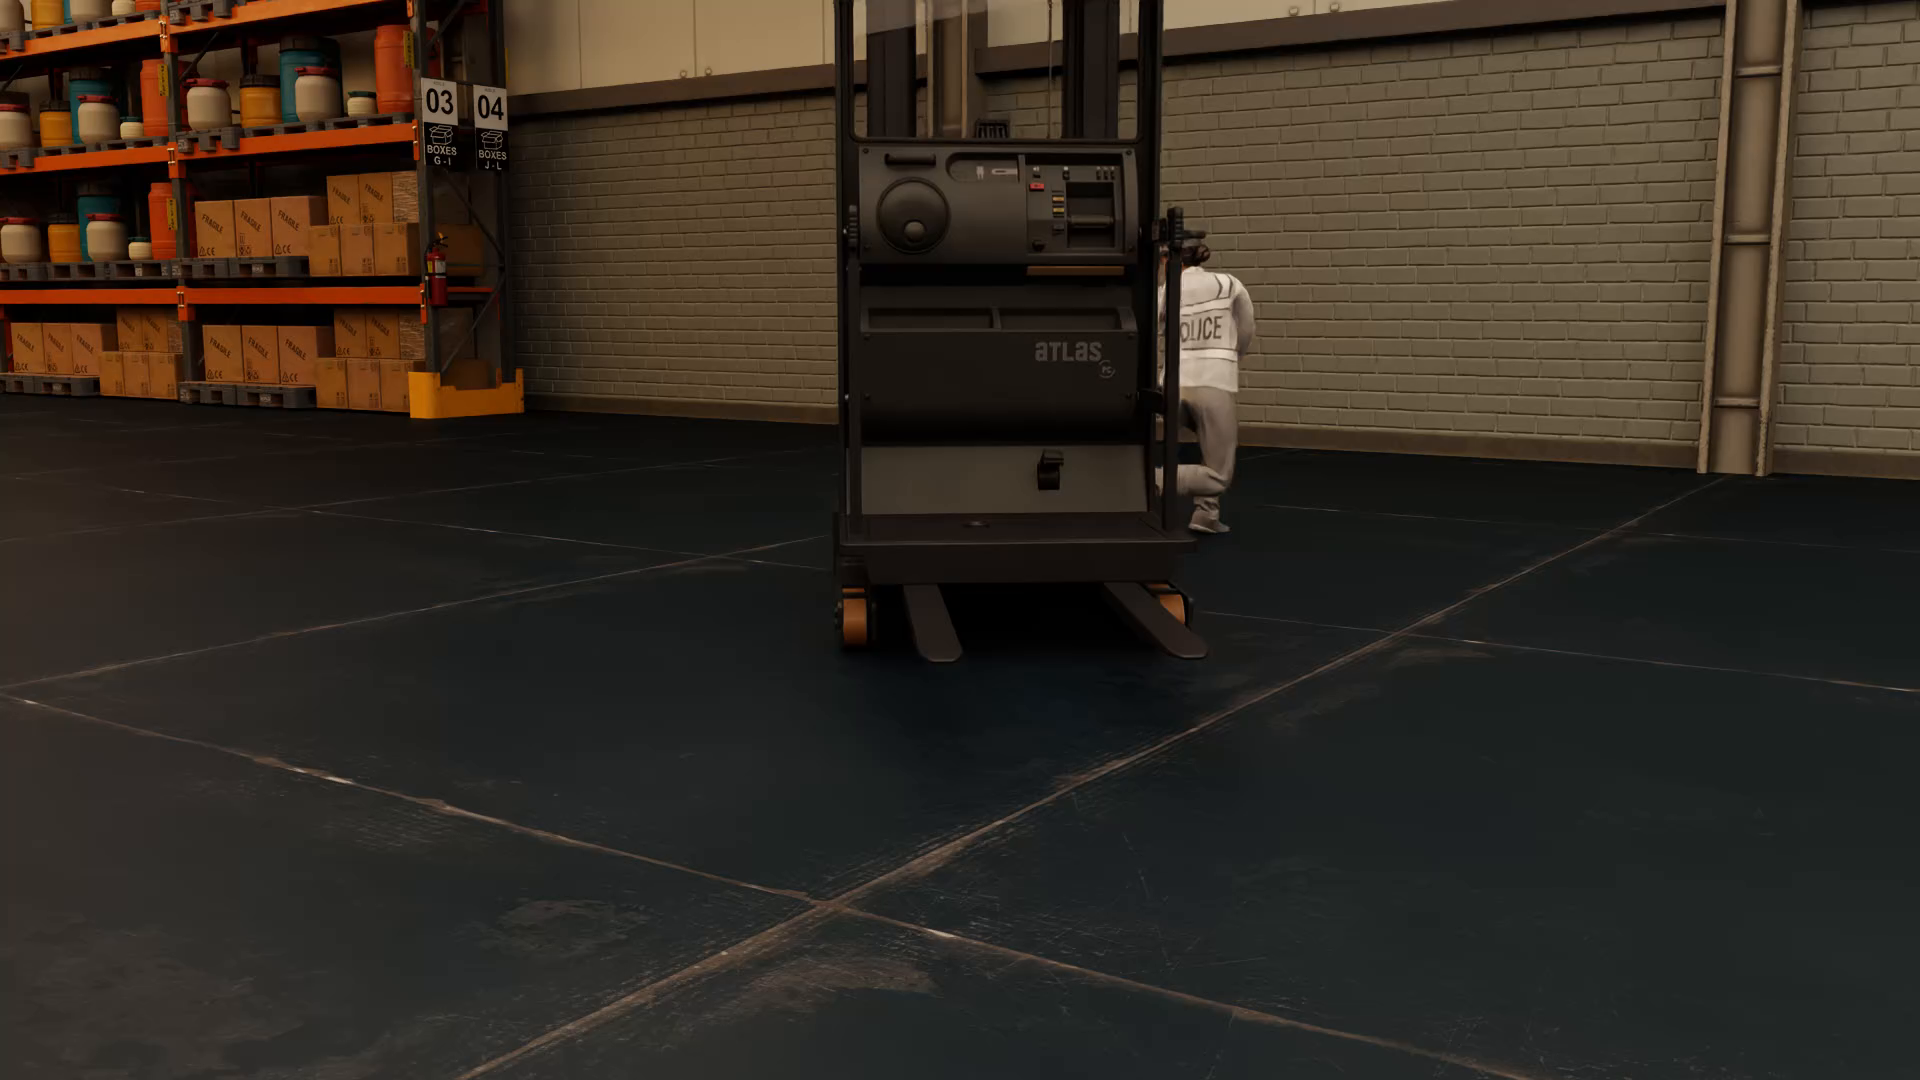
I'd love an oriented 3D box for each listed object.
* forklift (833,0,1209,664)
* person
[{"bbox_3d":[0.147,-1.157,5.326,1.130,2.935,3.031,-1,8,-4],"label":"forklift"},{"bbox_3d":[1.018,-0.717,7.704,0.564,1.449,0.842,6,10,37],"label":"person"}]
